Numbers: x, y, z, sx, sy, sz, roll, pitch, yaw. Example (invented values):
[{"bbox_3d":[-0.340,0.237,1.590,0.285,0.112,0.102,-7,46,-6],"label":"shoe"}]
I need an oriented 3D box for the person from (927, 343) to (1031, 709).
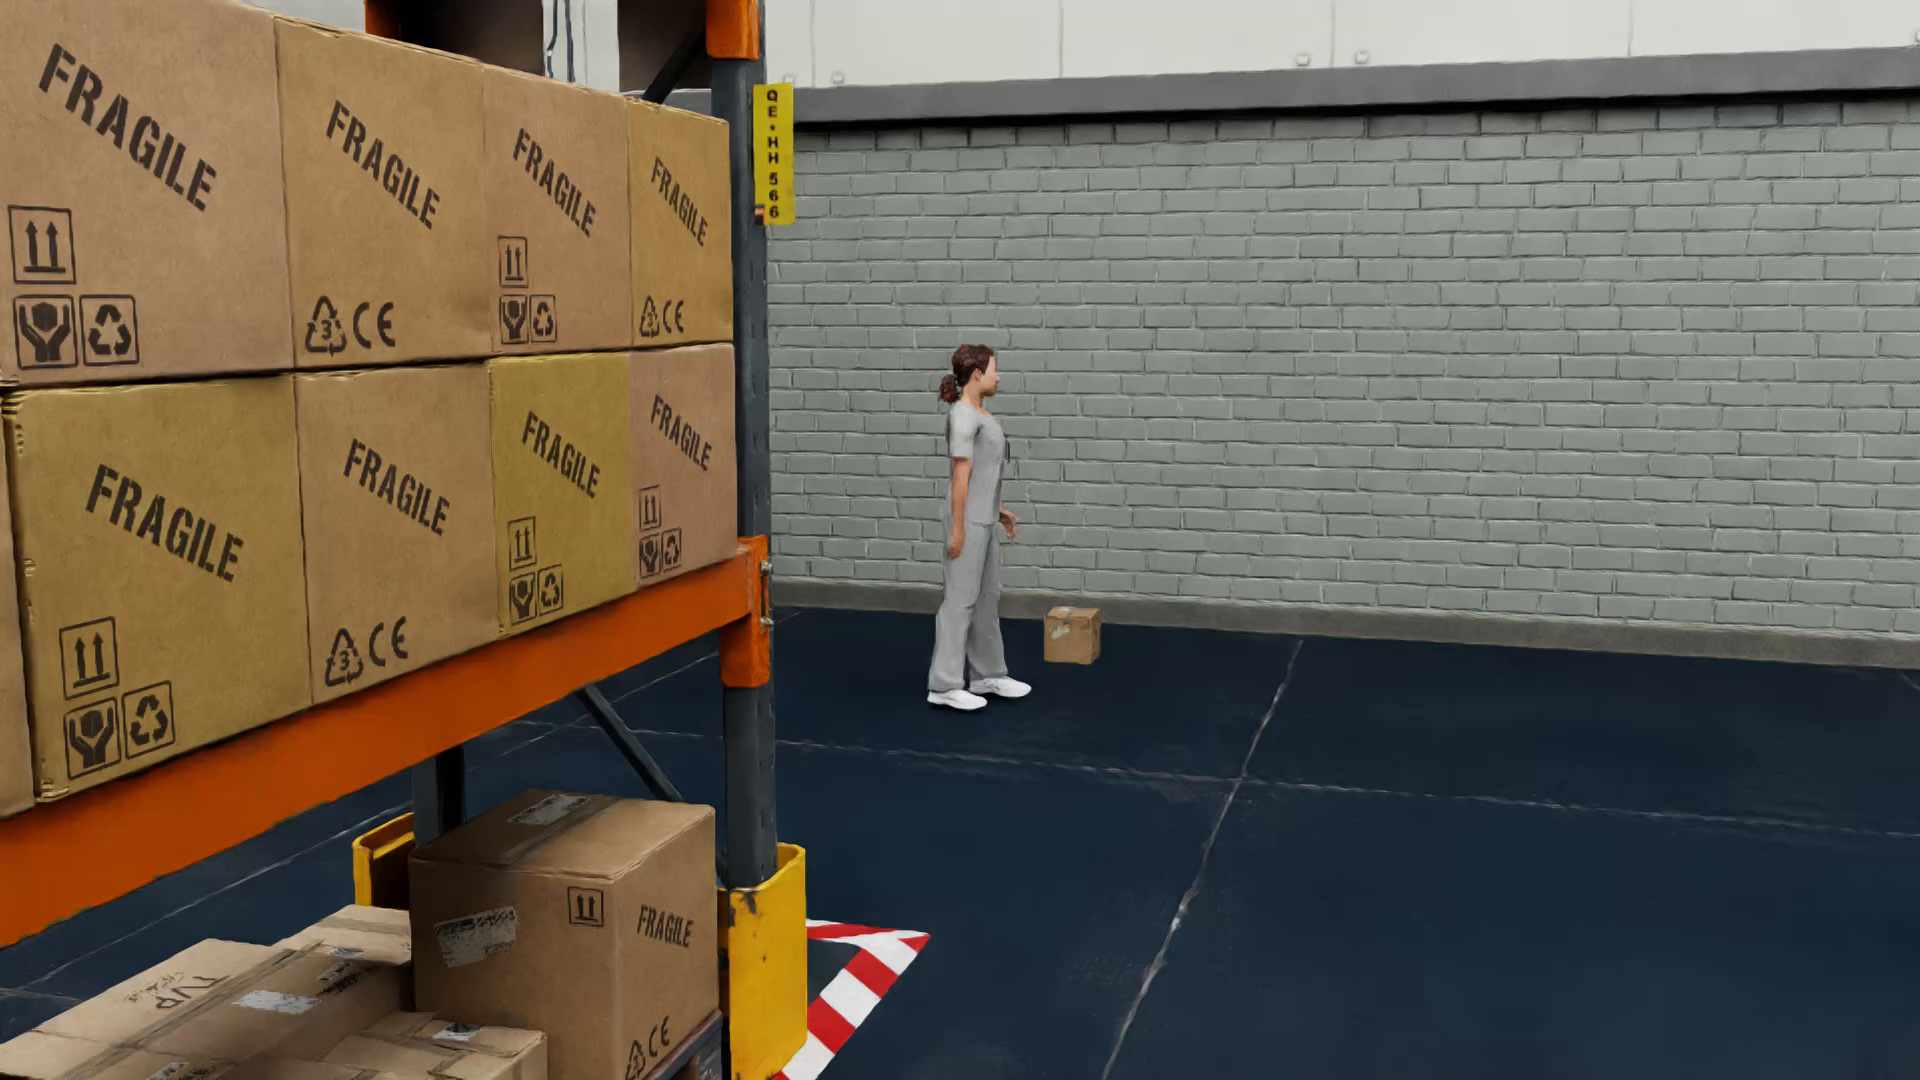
[{"bbox_3d":[0.097,-0.074,7.752,0.468,1.665,0.525,1,8,8],"label":"person"}]
